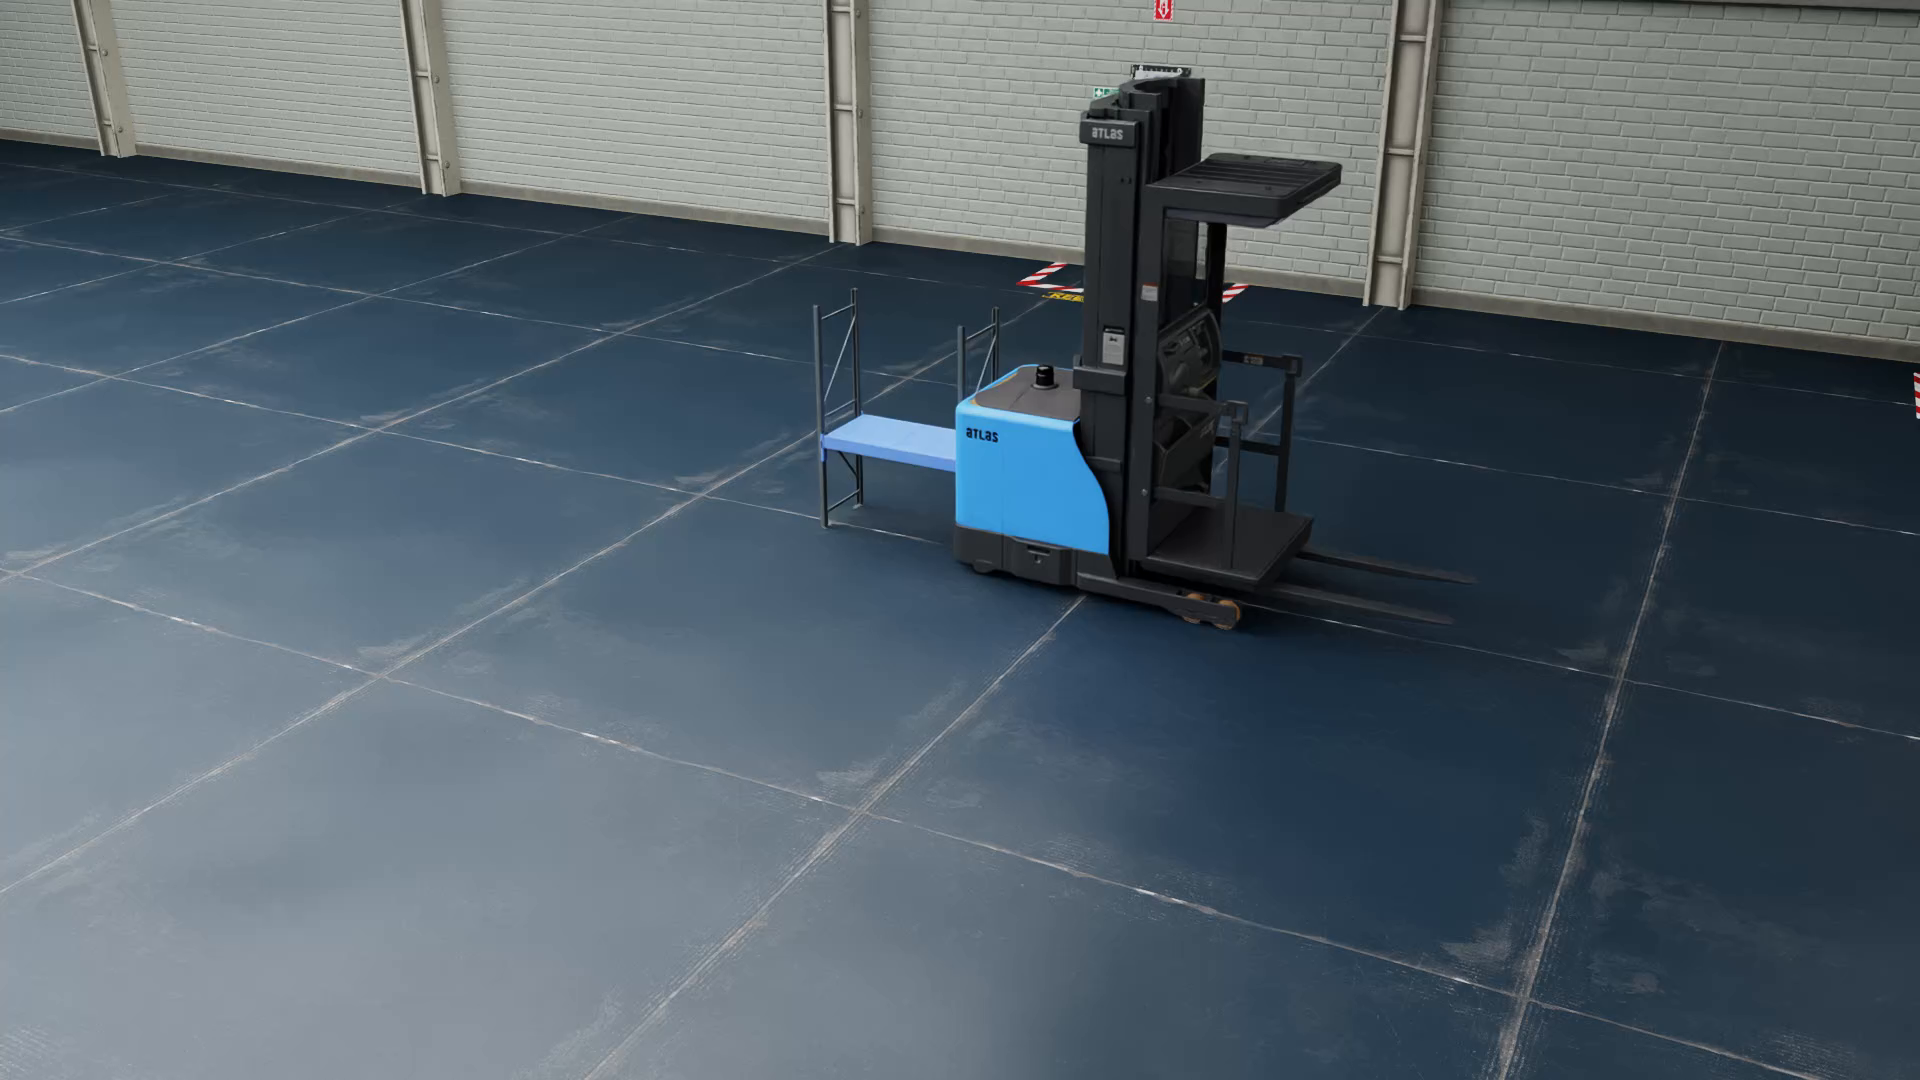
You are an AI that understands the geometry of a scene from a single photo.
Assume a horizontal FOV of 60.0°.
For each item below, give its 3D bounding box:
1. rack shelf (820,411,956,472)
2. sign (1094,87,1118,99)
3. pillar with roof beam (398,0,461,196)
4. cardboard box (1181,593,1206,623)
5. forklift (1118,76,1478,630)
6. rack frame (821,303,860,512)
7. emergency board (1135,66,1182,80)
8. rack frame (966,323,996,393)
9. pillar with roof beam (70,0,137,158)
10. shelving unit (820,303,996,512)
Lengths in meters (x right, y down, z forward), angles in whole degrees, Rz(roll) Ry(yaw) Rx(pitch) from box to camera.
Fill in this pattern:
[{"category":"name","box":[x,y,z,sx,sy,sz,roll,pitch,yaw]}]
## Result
[{"category":"rack shelf","box":[-0.335,-0.592,10.686,1.000,0.185,0.538,12,26,25]},{"category":"sign","box":[1.505,-4.508,16.795,0.331,0.109,0.001,11,25,25]},{"category":"pillar with roof beam","box":[-8.512,-7.044,15.816,0.400,9.000,9.100,11,25,25]},{"category":"cardboard box","box":[1.353,0.394,9.624,0.160,0.156,0.130,11,25,24]},{"category":"forklift","box":[1.505,-1.070,9.522,3.031,2.935,1.121,12,26,25]},{"category":"rack frame","box":[-0.786,-0.849,10.831,0.013,1.308,0.475,12,26,25]},{"category":"emergency board","box":[1.954,-4.117,16.598,0.636,1.158,0.192,11,25,25]},{"category":"rack frame","box":[0.115,-0.665,10.398,0.013,1.308,0.475,12,26,25]},{"category":"pillar with roof beam","box":[-13.866,-8.104,18.307,0.400,9.000,9.100,11,25,25]},{"category":"shelving unit","box":[-0.335,-0.758,10.616,1.030,1.308,0.538,12,26,25]}]
